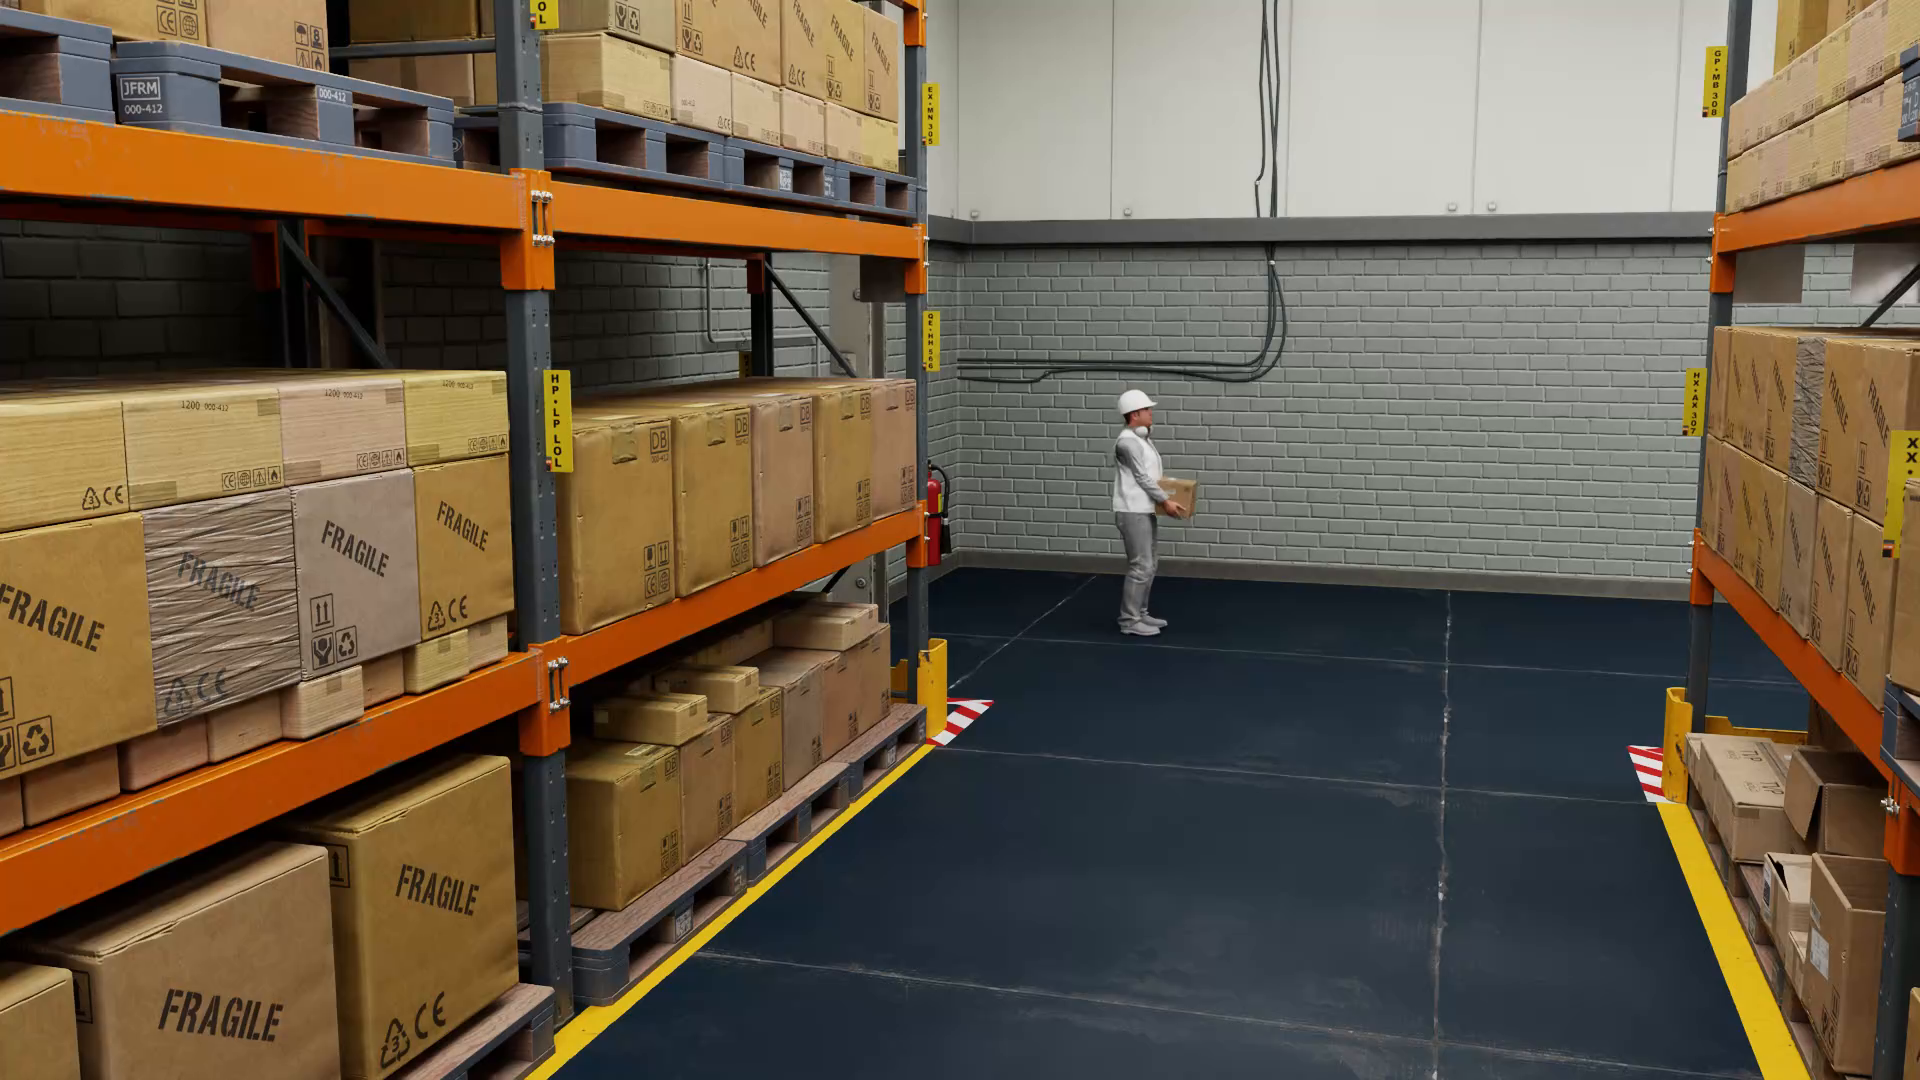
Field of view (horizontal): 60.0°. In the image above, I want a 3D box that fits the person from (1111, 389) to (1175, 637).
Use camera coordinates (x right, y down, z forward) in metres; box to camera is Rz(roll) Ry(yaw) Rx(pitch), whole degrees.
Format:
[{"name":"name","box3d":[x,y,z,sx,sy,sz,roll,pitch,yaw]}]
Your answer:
[{"name":"person","box3d":[1.348,-0.210,12.159,0.493,1.780,0.542,2,9,15]}]
